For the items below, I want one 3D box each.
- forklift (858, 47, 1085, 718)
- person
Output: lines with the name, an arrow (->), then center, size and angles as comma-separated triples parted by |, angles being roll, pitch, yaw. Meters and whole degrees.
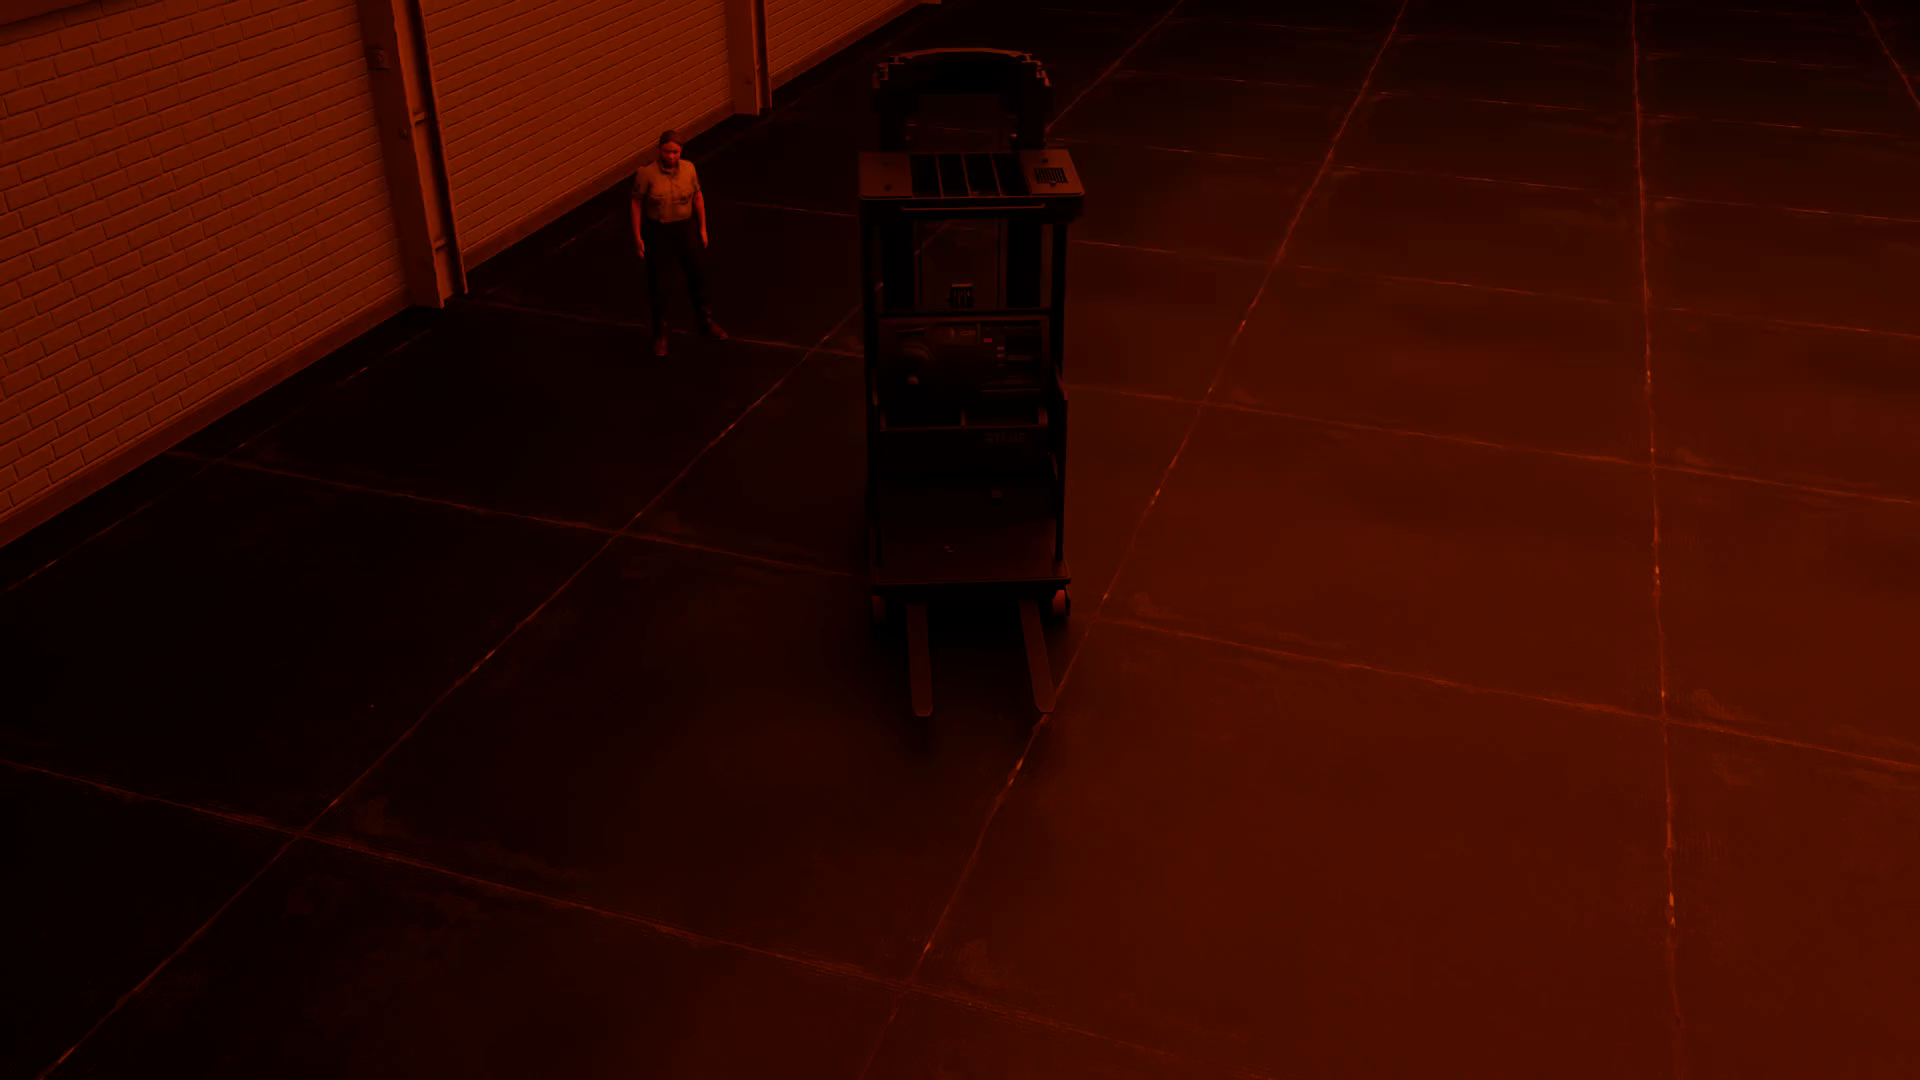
forklift -> 0.035, -0.972, 8.842 | 1.130, 2.935, 3.031 | -2, 30, -3
person -> -2.118, -2.249, 12.382 | 0.627, 1.657, 0.431 | -15, 33, -24
